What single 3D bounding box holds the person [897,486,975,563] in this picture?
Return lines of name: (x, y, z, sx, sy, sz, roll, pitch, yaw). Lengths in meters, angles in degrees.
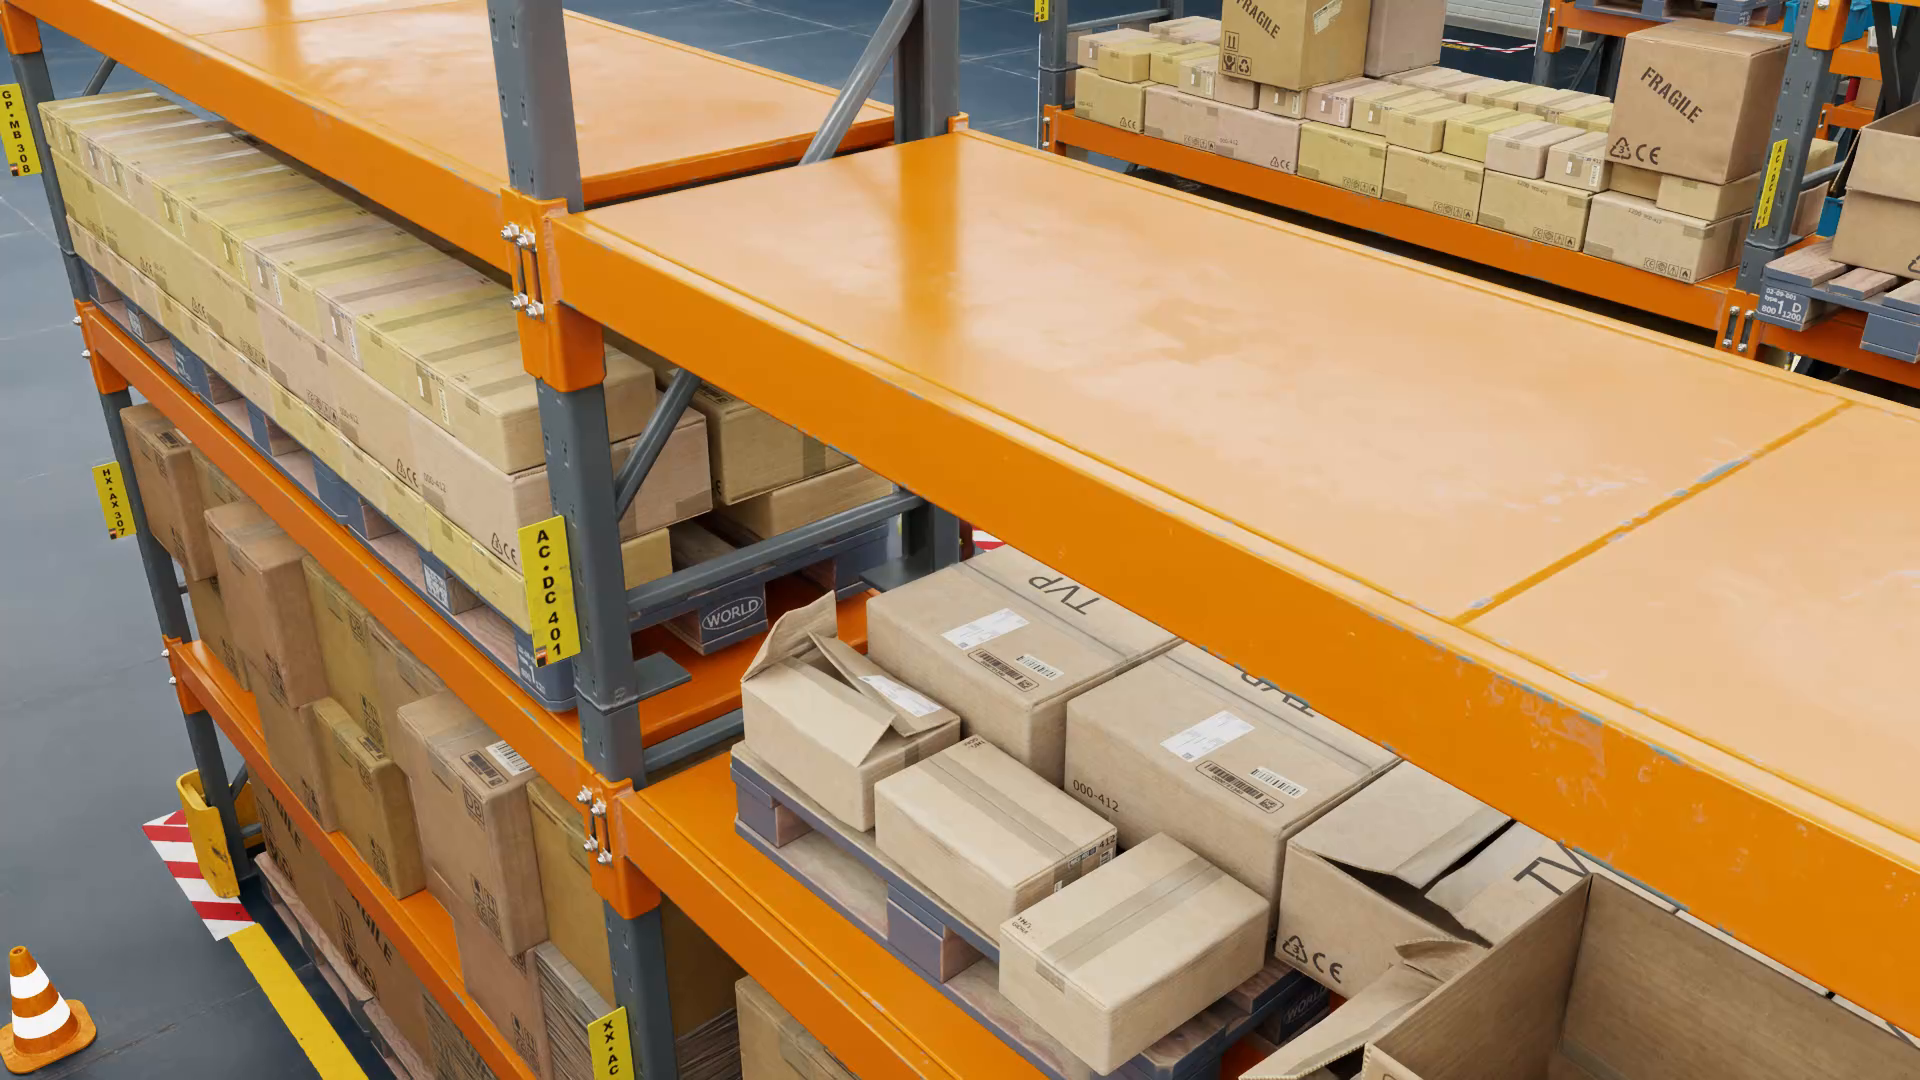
person: (-0.120, -0.037, 8.857, 0.390, 1.748, 0.575, -21, 34, -34)
